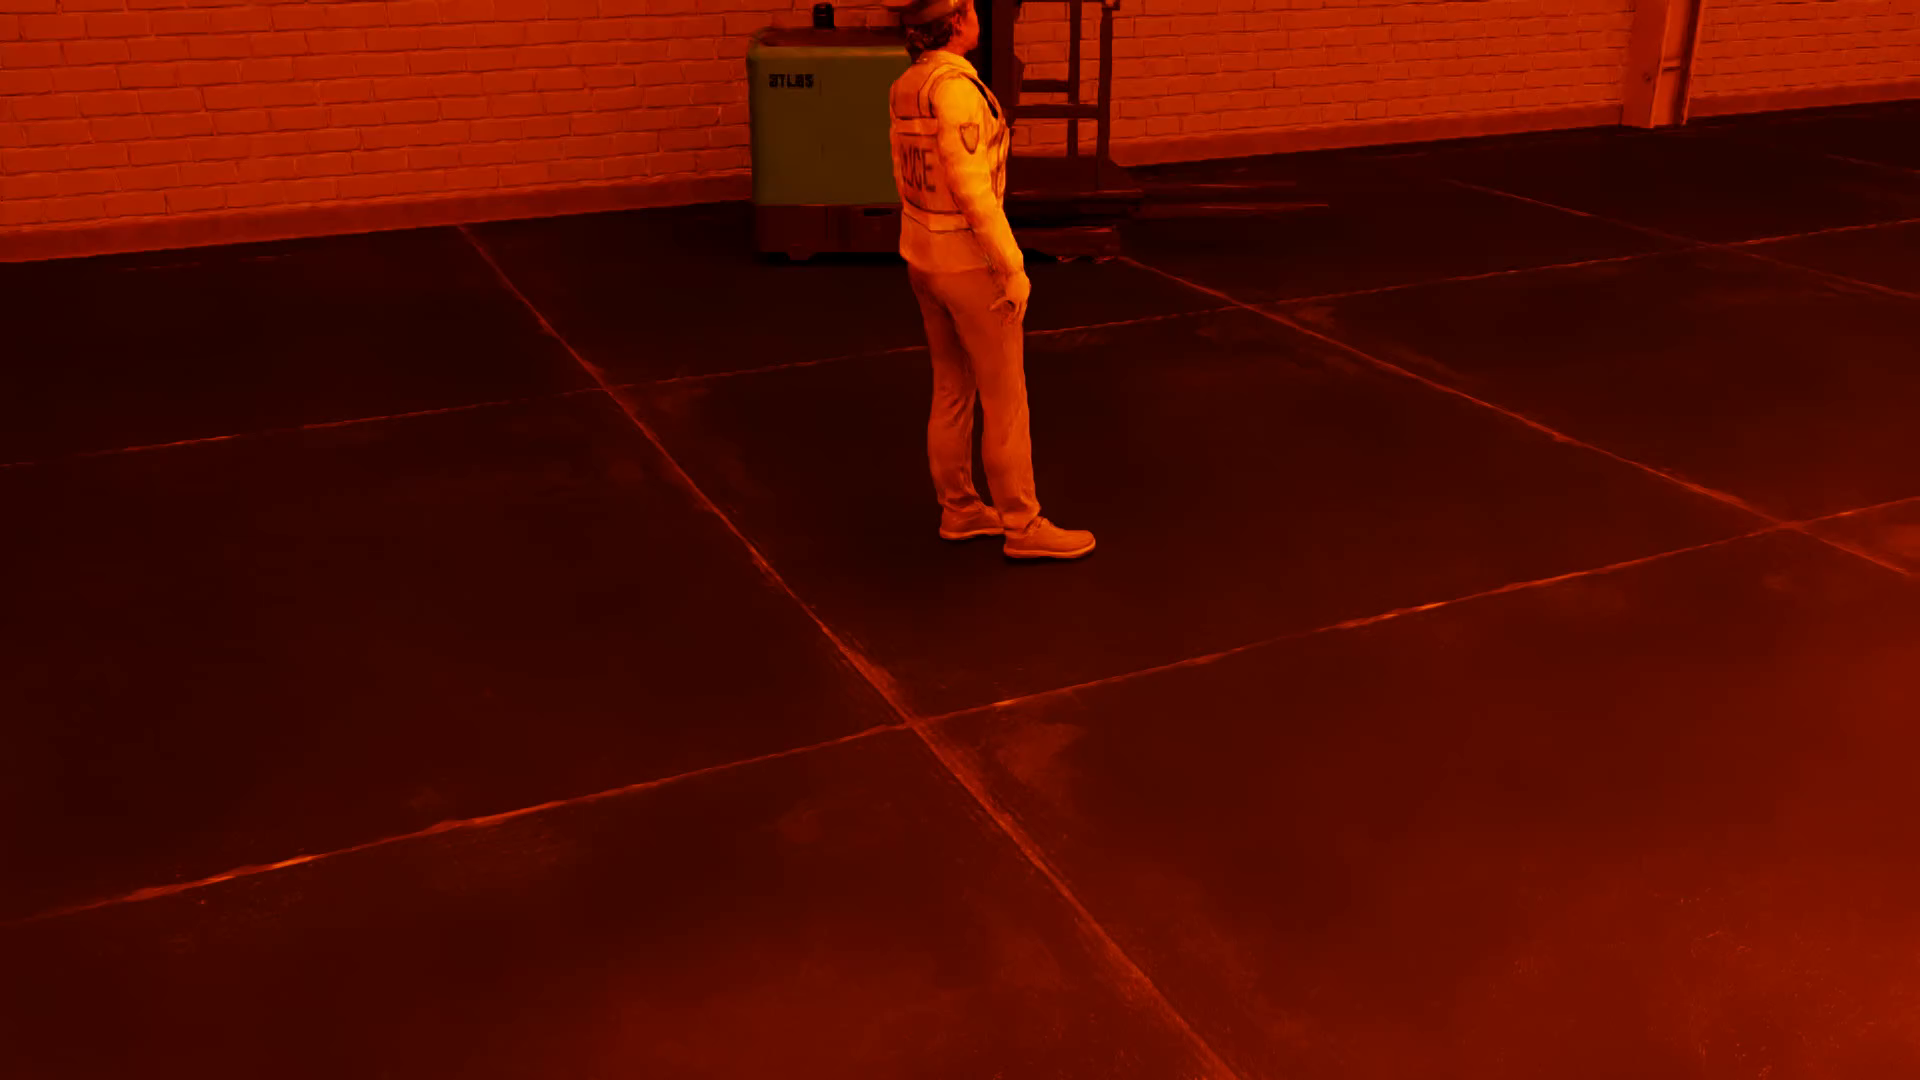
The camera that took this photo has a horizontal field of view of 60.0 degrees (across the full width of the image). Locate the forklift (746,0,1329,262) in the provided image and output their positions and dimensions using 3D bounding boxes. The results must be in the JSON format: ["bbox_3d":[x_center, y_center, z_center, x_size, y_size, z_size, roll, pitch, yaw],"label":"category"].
[{"bbox_3d":[0.412,-2.986,8.474,3.031,2.935,1.130,-2,23,-5],"label":"forklift"}]

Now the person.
[{"bbox_3d":[0.064,-0.798,4.799,0.533,1.695,0.586,-10,25,-23],"label":"person"}]
